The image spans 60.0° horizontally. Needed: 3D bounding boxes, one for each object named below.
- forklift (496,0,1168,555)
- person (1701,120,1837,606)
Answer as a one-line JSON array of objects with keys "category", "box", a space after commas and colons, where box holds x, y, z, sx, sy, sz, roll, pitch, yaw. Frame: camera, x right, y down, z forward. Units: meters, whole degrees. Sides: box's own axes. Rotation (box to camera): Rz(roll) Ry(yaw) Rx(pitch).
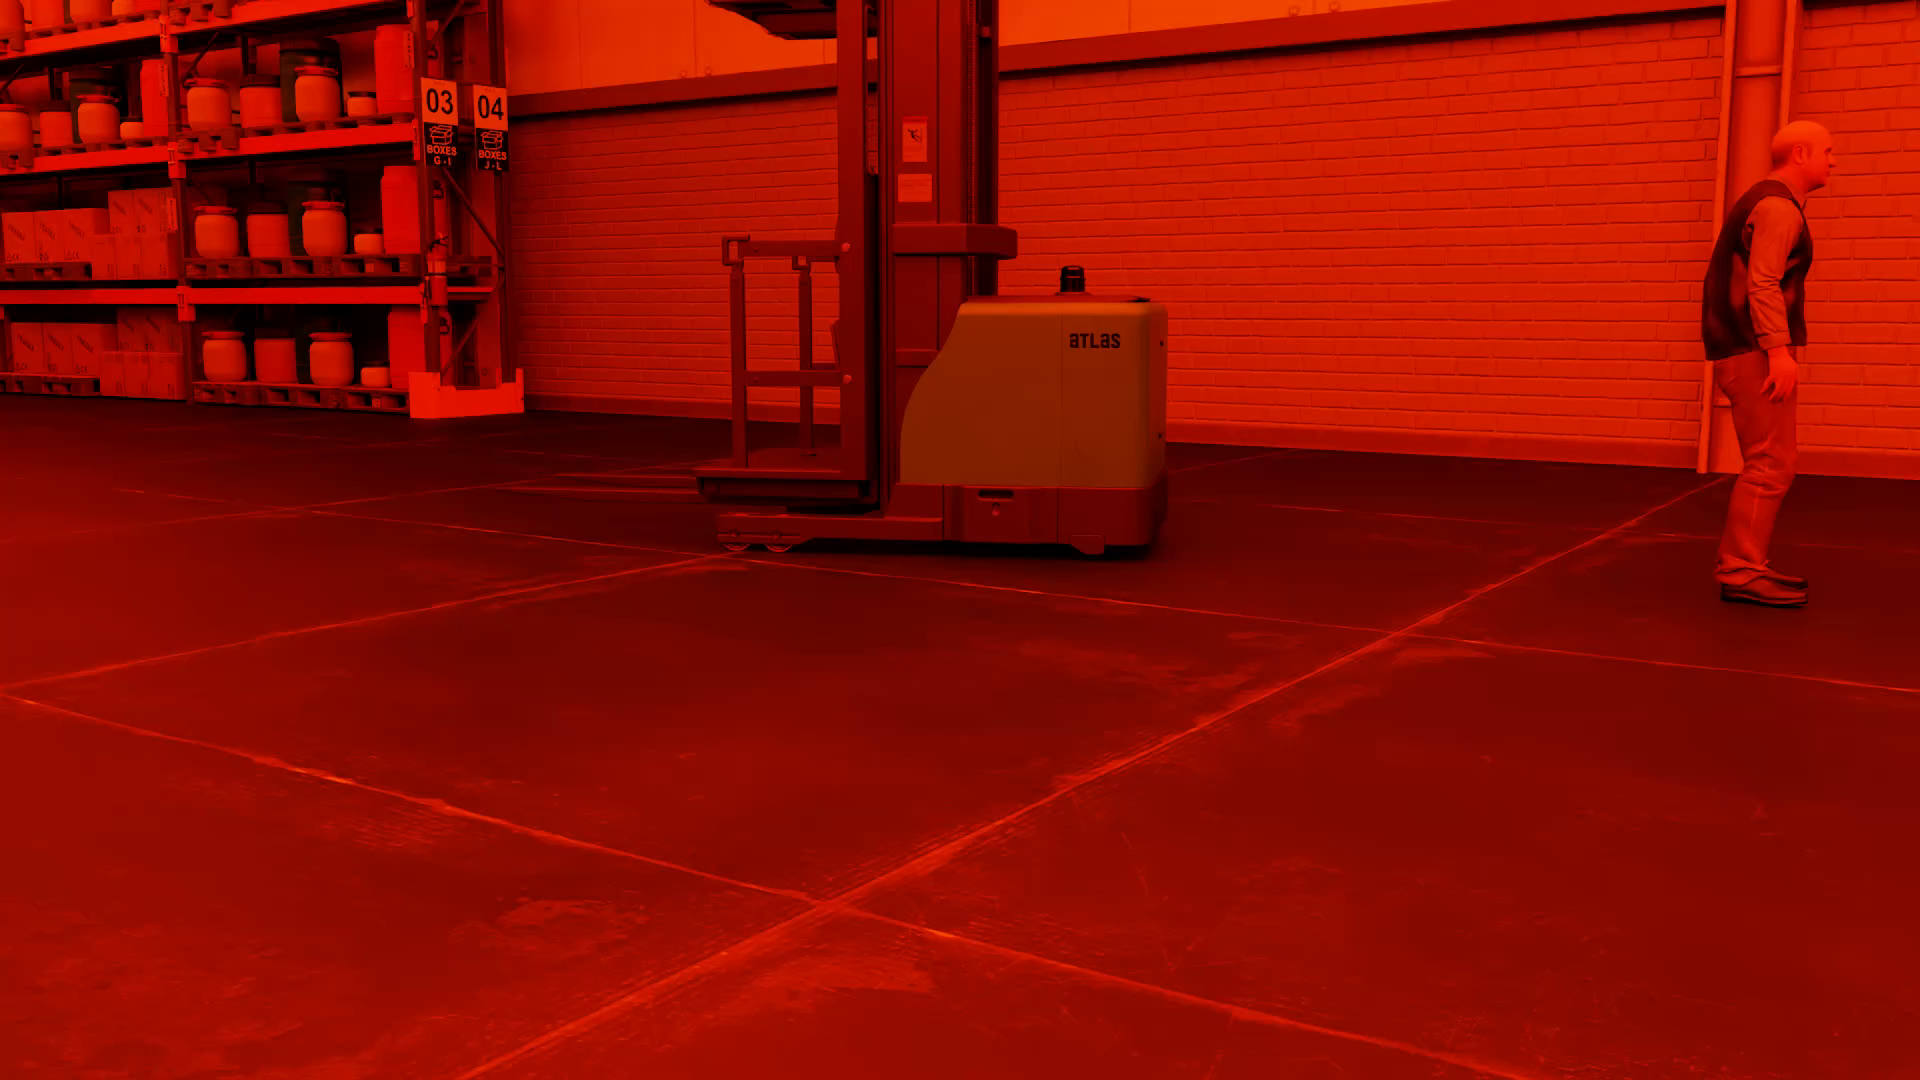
[{"category": "forklift", "box": [-0.596, -1.469, 7.520, 3.031, 2.935, 1.130, 2, 8, 12]}, {"category": "person", "box": [2.935, -0.652, 6.084, 0.426, 1.720, 0.591, 4, 9, 24]}]
